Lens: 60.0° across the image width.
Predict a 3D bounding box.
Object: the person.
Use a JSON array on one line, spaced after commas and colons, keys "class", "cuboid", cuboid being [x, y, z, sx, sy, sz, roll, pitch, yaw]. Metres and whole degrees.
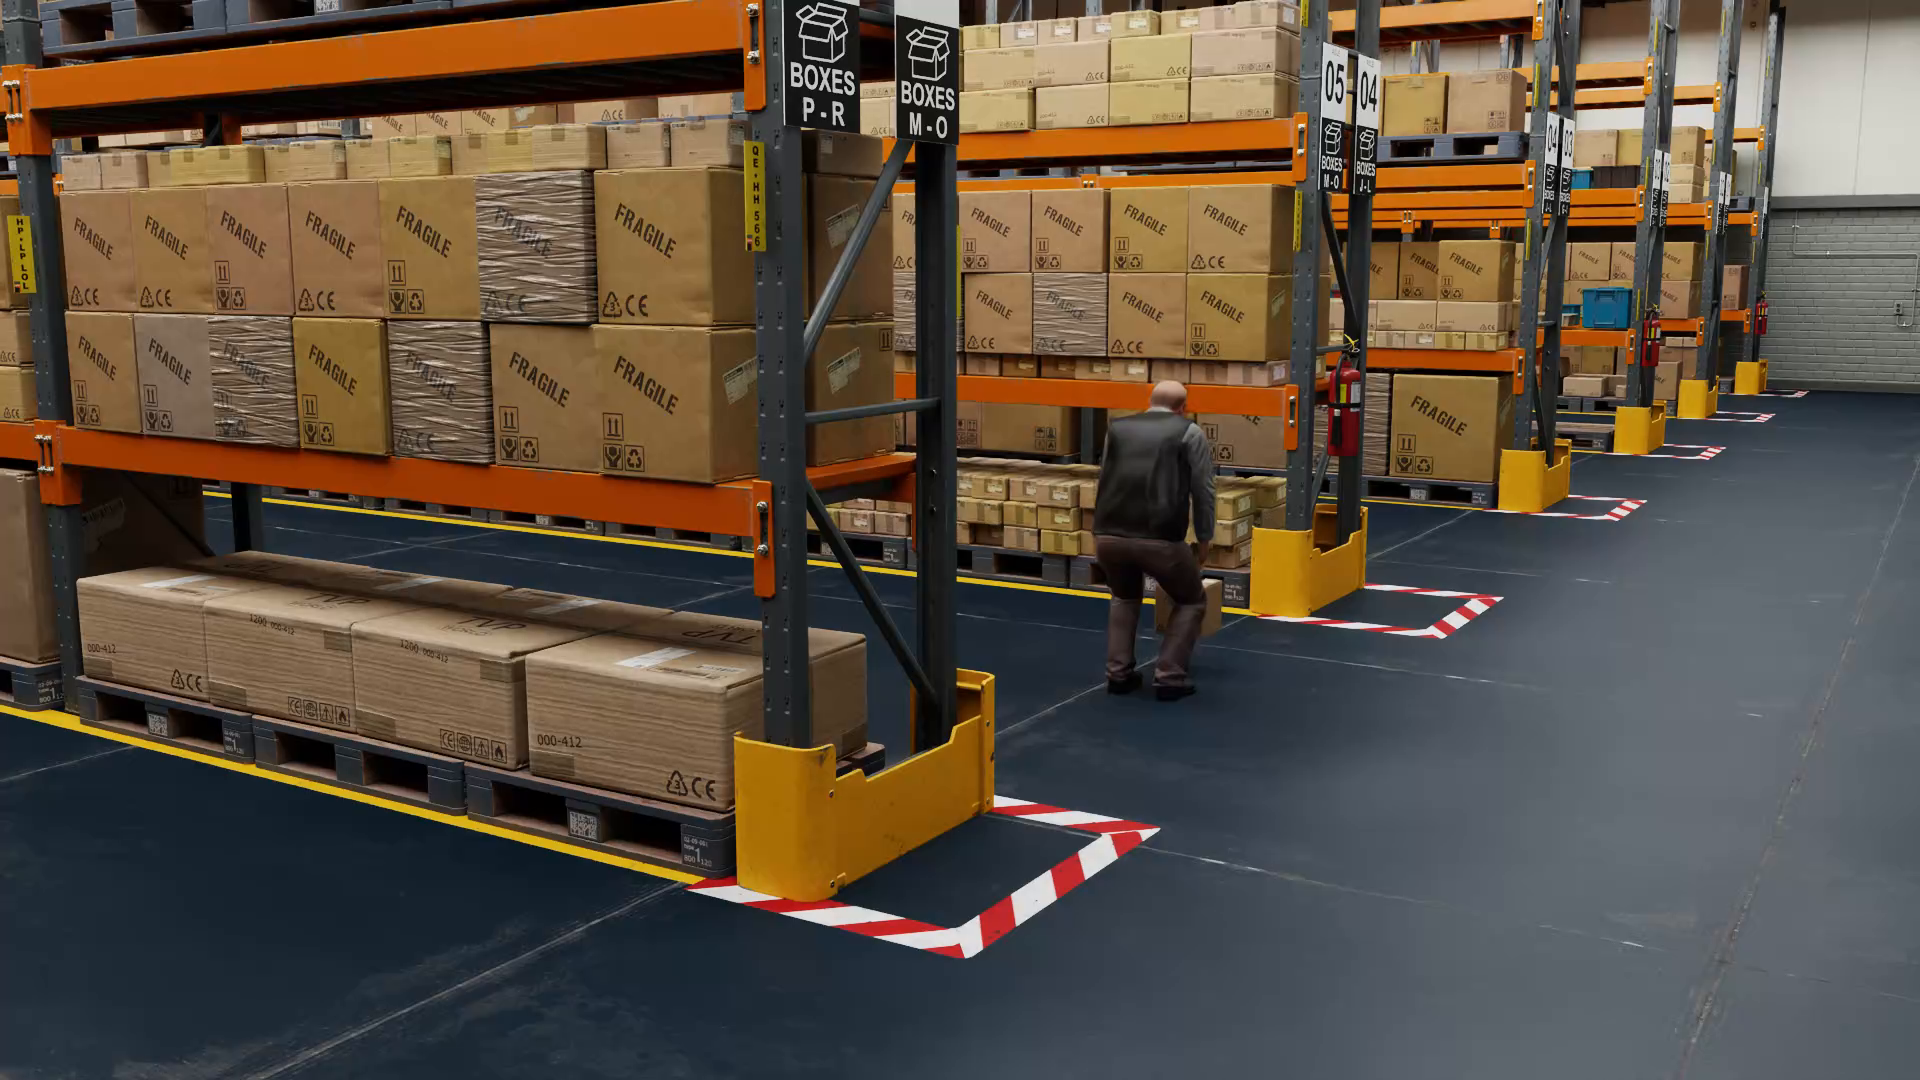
[{"class": "person", "cuboid": [0.896, 0.061, 7.860, 0.590, 1.312, 0.736, 6, 11, 31]}]
